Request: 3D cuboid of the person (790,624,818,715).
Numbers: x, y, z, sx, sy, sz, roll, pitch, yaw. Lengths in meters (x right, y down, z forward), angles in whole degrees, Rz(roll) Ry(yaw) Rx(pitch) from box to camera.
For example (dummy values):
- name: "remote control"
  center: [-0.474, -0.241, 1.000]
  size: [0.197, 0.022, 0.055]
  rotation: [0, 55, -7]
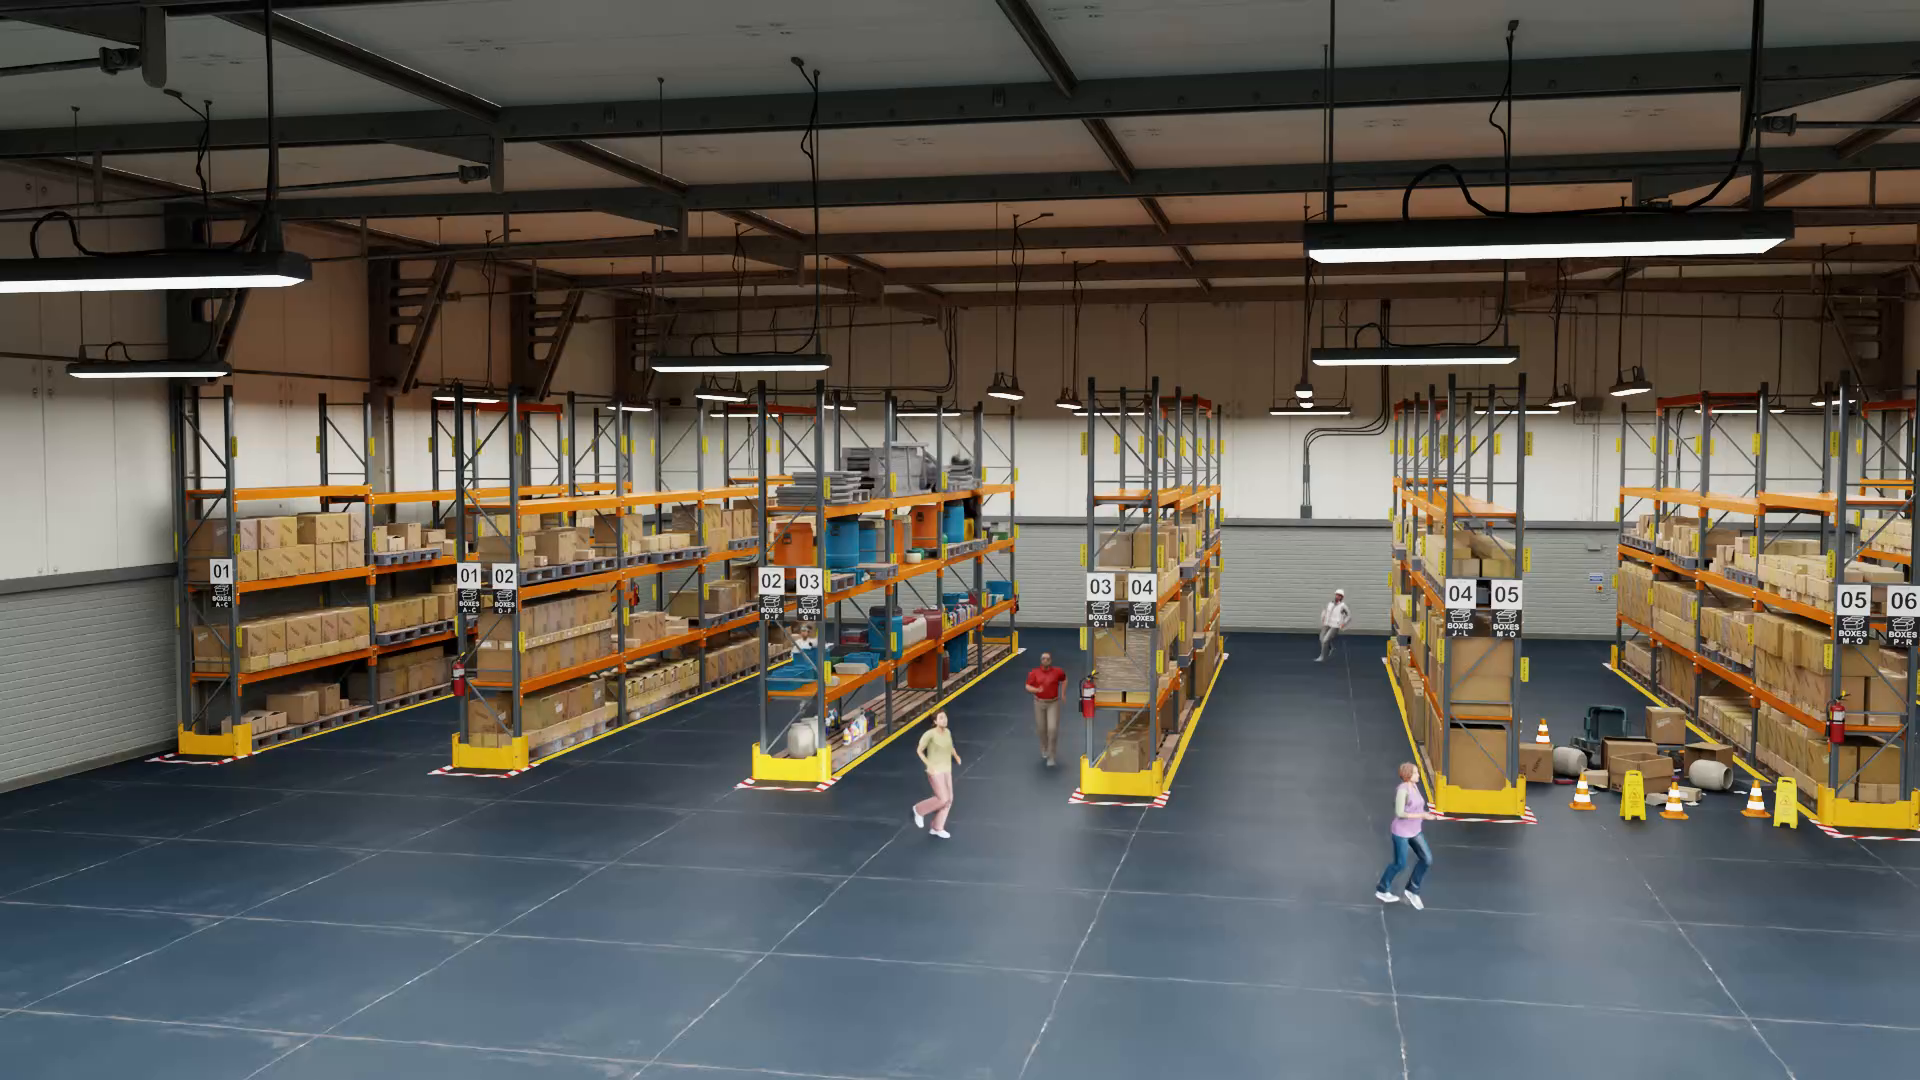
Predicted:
- name: "person"
  center: [-2.894, 2.388, 31.135]
  size: [0.627, 1.636, 1.046]
  rotation: [1, 3, 12]

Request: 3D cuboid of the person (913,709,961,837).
- name: "person"
  center: [-0.284, 2.992, 21.460]
  size: [0.585, 1.639, 0.574]
  rotation: [3, 4, 44]

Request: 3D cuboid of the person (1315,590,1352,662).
- name: "person"
  center: [8.634, 1.997, 38.575]
  size: [0.714, 1.692, 0.720]
  rotation: [-3, 4, -39]

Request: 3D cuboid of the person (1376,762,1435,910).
- name: "person"
  center: [4.849, 3.204, 18.004]
  size: [0.711, 1.625, 0.490]
  rotation: [3, 5, 45]

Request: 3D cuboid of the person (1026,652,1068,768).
- name: "person"
  center: [1.363, 2.659, 26.325]
  size: [0.639, 1.783, 0.861]
  rotation: [1, 3, 10]
